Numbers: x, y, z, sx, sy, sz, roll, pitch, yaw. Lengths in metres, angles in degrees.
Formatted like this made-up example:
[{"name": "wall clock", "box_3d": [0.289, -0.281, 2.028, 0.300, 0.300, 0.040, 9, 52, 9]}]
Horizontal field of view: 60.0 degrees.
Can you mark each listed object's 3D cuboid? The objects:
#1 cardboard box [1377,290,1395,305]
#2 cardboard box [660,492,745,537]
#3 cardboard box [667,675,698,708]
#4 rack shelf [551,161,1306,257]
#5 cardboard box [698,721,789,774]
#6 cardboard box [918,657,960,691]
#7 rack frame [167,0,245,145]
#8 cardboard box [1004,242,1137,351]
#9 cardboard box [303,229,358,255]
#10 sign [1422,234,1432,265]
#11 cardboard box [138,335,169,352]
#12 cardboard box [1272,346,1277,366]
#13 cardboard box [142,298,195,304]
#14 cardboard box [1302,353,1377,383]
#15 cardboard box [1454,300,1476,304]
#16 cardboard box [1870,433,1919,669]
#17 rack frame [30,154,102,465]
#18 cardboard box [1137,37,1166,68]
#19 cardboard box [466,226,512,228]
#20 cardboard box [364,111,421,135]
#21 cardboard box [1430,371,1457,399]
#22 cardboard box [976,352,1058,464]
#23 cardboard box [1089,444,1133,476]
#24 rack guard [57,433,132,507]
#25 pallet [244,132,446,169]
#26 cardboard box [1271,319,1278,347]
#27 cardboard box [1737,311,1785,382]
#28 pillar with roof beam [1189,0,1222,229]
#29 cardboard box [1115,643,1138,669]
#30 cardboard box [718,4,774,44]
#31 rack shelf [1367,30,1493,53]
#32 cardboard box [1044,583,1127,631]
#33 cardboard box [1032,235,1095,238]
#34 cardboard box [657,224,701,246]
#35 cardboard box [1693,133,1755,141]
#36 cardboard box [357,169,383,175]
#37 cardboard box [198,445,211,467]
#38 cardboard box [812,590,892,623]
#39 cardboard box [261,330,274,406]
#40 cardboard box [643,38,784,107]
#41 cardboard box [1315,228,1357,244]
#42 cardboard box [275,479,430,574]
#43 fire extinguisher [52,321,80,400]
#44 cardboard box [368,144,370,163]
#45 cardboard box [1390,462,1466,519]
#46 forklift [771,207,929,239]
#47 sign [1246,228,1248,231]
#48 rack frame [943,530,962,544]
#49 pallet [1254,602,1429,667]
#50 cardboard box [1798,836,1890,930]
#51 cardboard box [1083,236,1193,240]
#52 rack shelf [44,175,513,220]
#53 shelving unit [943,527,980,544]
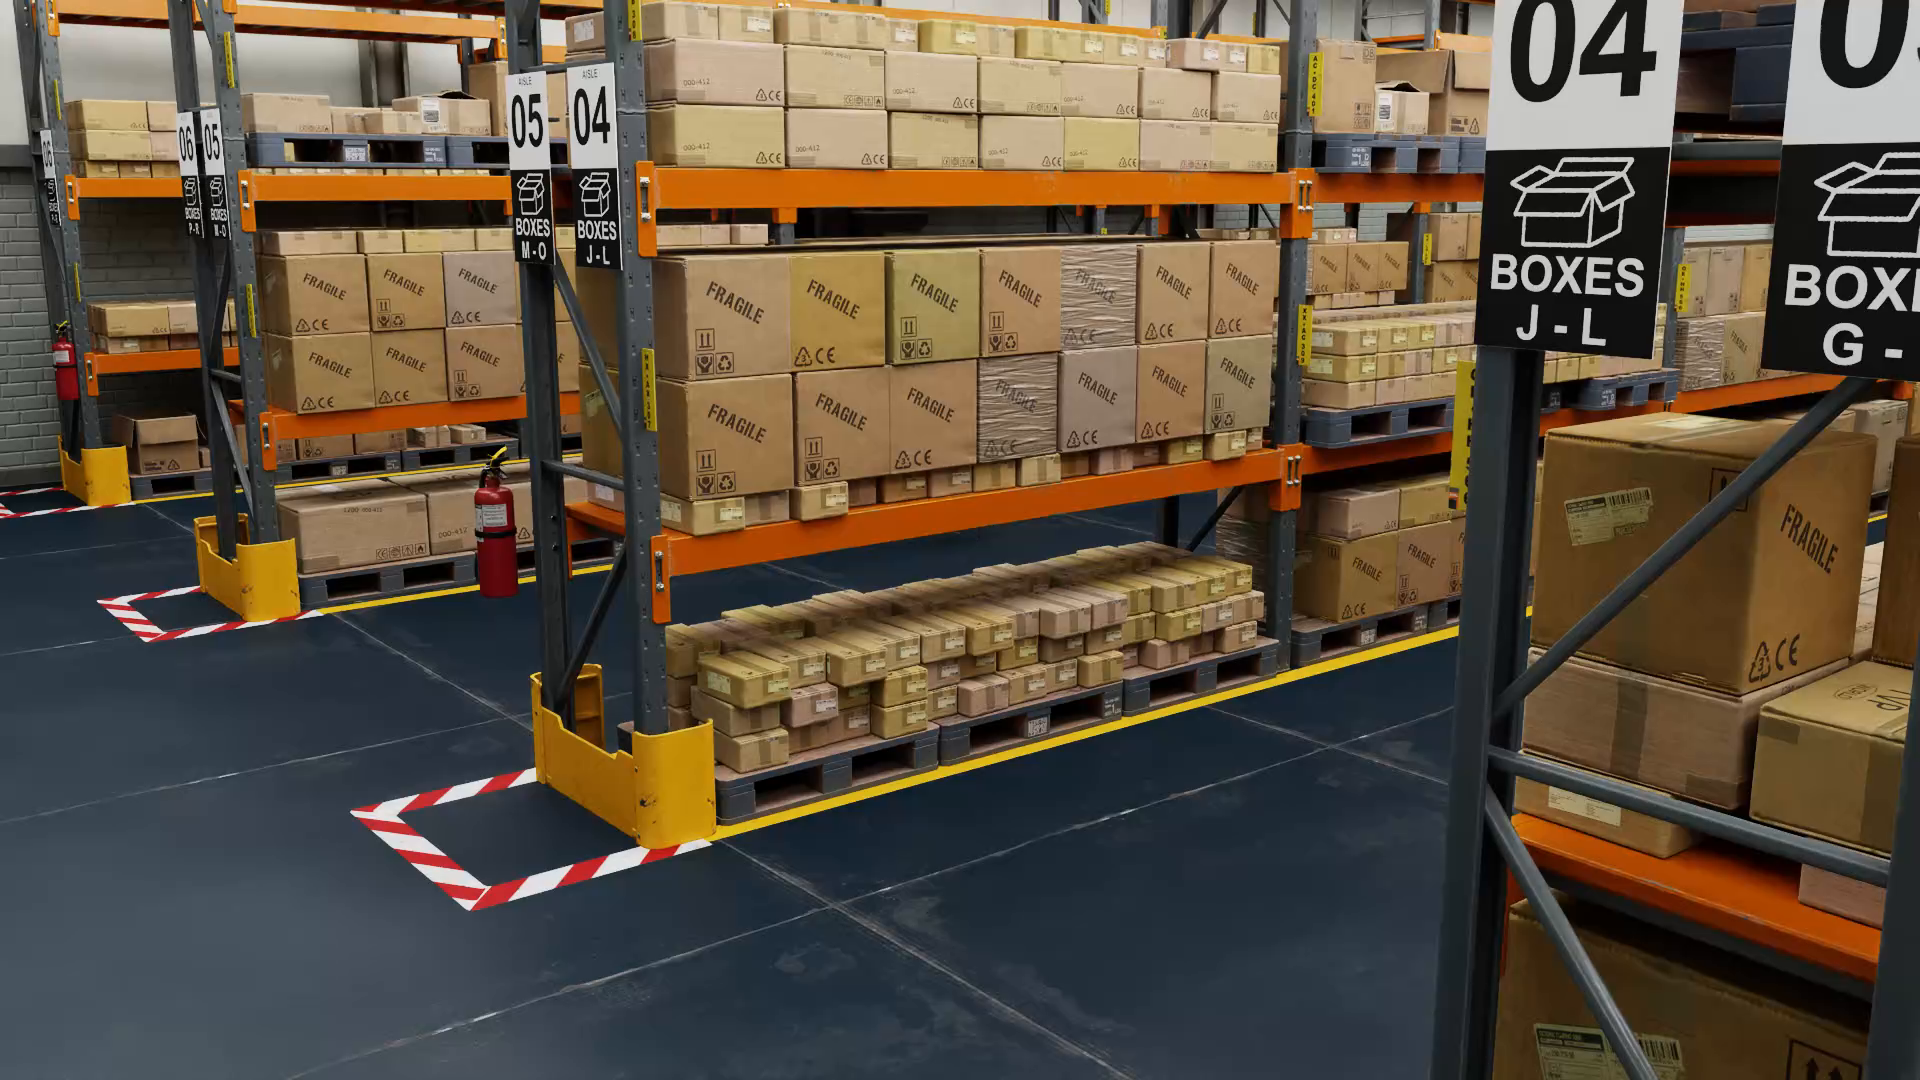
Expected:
[{"name": "cardboard box", "box_3d": [4.385, -2.584, 17.668, 0.250, 0.149, 0.380, -9, 15, -37]}, {"name": "cardboard box", "box_3d": [-1.127, -0.132, 7.132, 0.250, 0.149, 0.380, -10, 15, -38]}, {"name": "cardboard box", "box_3d": [-1.351, 0.663, 7.921, 0.250, 0.149, 0.380, -10, 16, -39]}, {"name": "rack shelf", "box_3d": [-0.023, -1.641, 8.144, 4.000, 0.370, 1.077, -9, 15, -38]}, {"name": "cardboard box", "box_3d": [-0.976, 0.907, 7.487, 0.250, 0.149, 0.380, -9, 15, -37]}, {"name": "cardboard box", "box_3d": [-0.215, 0.613, 8.154, 0.250, 0.149, 0.380, -10, 16, -40]}, {"name": "rack frame", "box_3d": [-4.756, -3.990, 10.255, 0.127, 3.000, 1.000, -9, 15, -38]}, {"name": "cardboard box", "box_3d": [0.532, -1.231, 8.342, 0.500, 0.500, 0.500, -9, 15, -36]}, {"name": "cardboard box", "box_3d": [-4.146, -1.958, 10.916, 0.250, 0.149, 0.380, -9, 15, -36]}, {"name": "sign", "box_3d": [4.964, -3.089, 17.669, 0.005, 0.325, 0.100, -9, 15, -38]}, {"name": "cardboard box", "box_3d": [-7.262, -1.776, 14.875, 0.250, 0.149, 0.380, -9, 15, -36]}, {"name": "cardboard box", "box_3d": [1.726, -1.096, 9.949, 0.250, 0.149, 0.380, -9, 15, -36]}, {"name": "cardboard box", "box_3d": [-7.263, -2.102, 15.450, 0.500, 0.250, 0.500, -9, 15, -37]}, {"name": "cardboard box", "box_3d": [2.133, -0.989, 9.444, 0.250, 0.149, 0.380, -9, 15, -37]}, {"name": "cardboard box", "box_3d": [3.570, -1.548, 11.360, 0.250, 0.149, 0.380, -10, 16, -40]}, {"name": "cardboard box", "box_3d": [2.369, 0.029, 3.608, 0.500, 0.500, 0.500, -10, 16, -39]}, {"name": "rack frame", "box_3d": [-7.860, -1.860, 14.667, 0.127, 3.000, 1.000, -9, 15, -38]}, {"name": "cardboard box", "box_3d": [0.822, -2.444, 8.393, 0.250, 0.149, 0.380, -9, 15, -36]}, {"name": "cardboard box", "box_3d": [-3.422, -2.195, 12.036, 0.250, 0.149, 0.380, -9, 15, -36]}, {"name": "cardboard box", "box_3d": [-3.763, -2.758, 11.028, 0.250, 0.149, 0.380, -9, 15, -36]}, {"name": "cardboard box", "box_3d": [2.741, -0.945, 9.951, 0.250, 0.149, 0.380, -9, 15, -37]}, {"name": "cardboard box", "box_3d": [0.125, -0.676, 8.133, 0.500, 0.500, 0.500, -10, 16, -39]}, {"name": "cardboard box", "box_3d": [0.673, -0.441, 8.590, 0.250, 0.149, 0.380, -10, 16, -40]}, {"name": "rack guard", "box_3d": [-7.801, -0.647, 14.973, 0.348, 0.500, 1.175, -9, 15, -38]}, {"name": "pallet", "box_3d": [-4.183, -2.577, 11.037, 1.213, 0.211, 1.003, -9, 15, -38]}, {"name": "cardboard box", "box_3d": [1.730, -1.242, 9.918, 0.250, 0.149, 0.380, -9, 15, -35]}, {"name": "cardboard box", "box_3d": [5.970, -1.499, 12.726, 0.500, 0.500, 0.500, -9, 15, -38]}, {"name": "pillar with roof beam", "box_3d": [6.216, -6.228, 20.796, 0.400, 9.000, 9.100, -9, 15, -38]}, {"name": "cardboard box", "box_3d": [0.742, 0.590, 8.982, 0.250, 0.149, 0.380, -10, 16, -39]}, {"name": "cardboard box", "box_3d": [-0.980, -2.135, 6.935, 0.250, 0.149, 0.380, -9, 15, -35]}, {"name": "rack shelf", "box_3d": [6.176, -5.453, 18.885, 4.000, 0.370, 1.077, -9, 15, -38]}, {"name": "cardboard box", "box_3d": [0.654, 0.346, 8.699, 0.250, 0.149, 0.380, -10, 16, -40]}, {"name": "cardboard box", "box_3d": [0.855, -2.454, 14.817, 0.500, 0.500, 0.500, -9, 15, -37]}, {"name": "cardboard box", "box_3d": [-2.149, -2.291, 12.486, 0.250, 0.149, 0.380, -9, 15, -38]}, {"name": "cardboard box", "box_3d": [5.365, -3.040, 11.965, 0.500, 0.311, 0.500, -9, 15, -38]}, {"name": "cardboard box", "box_3d": [-5.663, -3.503, 15.788, 0.250, 0.149, 0.380, -9, 15, -36]}, {"name": "cardboard box", "box_3d": [-6.967, -0.784, 15.451, 0.250, 0.149, 0.380, -10, 16, -40]}, {"name": "cardboard box", "box_3d": [-0.558, 0.378, 8.548, 0.250, 0.149, 0.380, -9, 15, -36]}, {"name": "cardboard box", "box_3d": [-4.545, -1.210, 11.365, 0.500, 0.500, 0.500, -9, 15, -37]}, {"name": "cardboard box", "box_3d": [-1.072, -1.920, 6.887, 0.500, 0.250, 0.500, -9, 15, -37]}, {"name": "cardboard box", "box_3d": [3.865, -3.142, 17.173, 0.250, 0.149, 0.380, -10, 16, -39]}, {"name": "cardboard box", "box_3d": [-4.303, -0.109, 11.580, 0.875, 0.438, 0.875, -10, 16, -40]}, {"name": "fire extinguisher", "box_3d": [-7.686, -1.546, 14.271, 0.183, 0.674, 0.296, -9, 15, -38]}, {"name": "cardboard box", "box_3d": [-5.763, -3.682, 15.669, 0.500, 0.250, 0.500, -9, 15, -36]}, {"name": "cardboard box", "box_3d": [3.096, -0.322, 10.627, 0.500, 0.250, 0.500, -9, 15, -36]}, {"name": "forklift", "box_3d": [-0.969, -2.092, 15.924, 3.031, 2.935, 1.130, -9, 15, -38]}, {"name": "sign", "box_3d": [4.292, -4.489, 24.774, 0.005, 0.325, 0.100, -9, 15, -38]}, {"name": "rack frame", "box_3d": [-0.060, -0.577, 12.957, 0.006, 1.200, 0.240, -9, 15, -38]}, {"name": "pallet", "box_3d": [2.146, 0.478, 10.370, 1.213, 0.211, 1.003, -9, 15, -38]}, {"name": "cardboard box", "box_3d": [1.918, 0.682, 3.299, 0.250, 0.149, 0.380, -9, 15, -37]}, {"name": "cardboard box", "box_3d": [1.034, -1.449, 9.368, 0.500, 0.500, 0.500, -9, 15, -36]}, {"name": "rack shelf", "box_3d": [-6.298, -3.235, 15.652, 4.000, 0.370, 1.077, -9, 15, -38]}, {"name": "shelving unit", "box_3d": [0.011, -0.589, 13.013, 0.189, 1.200, 0.258, -9, 15, -38]}]
